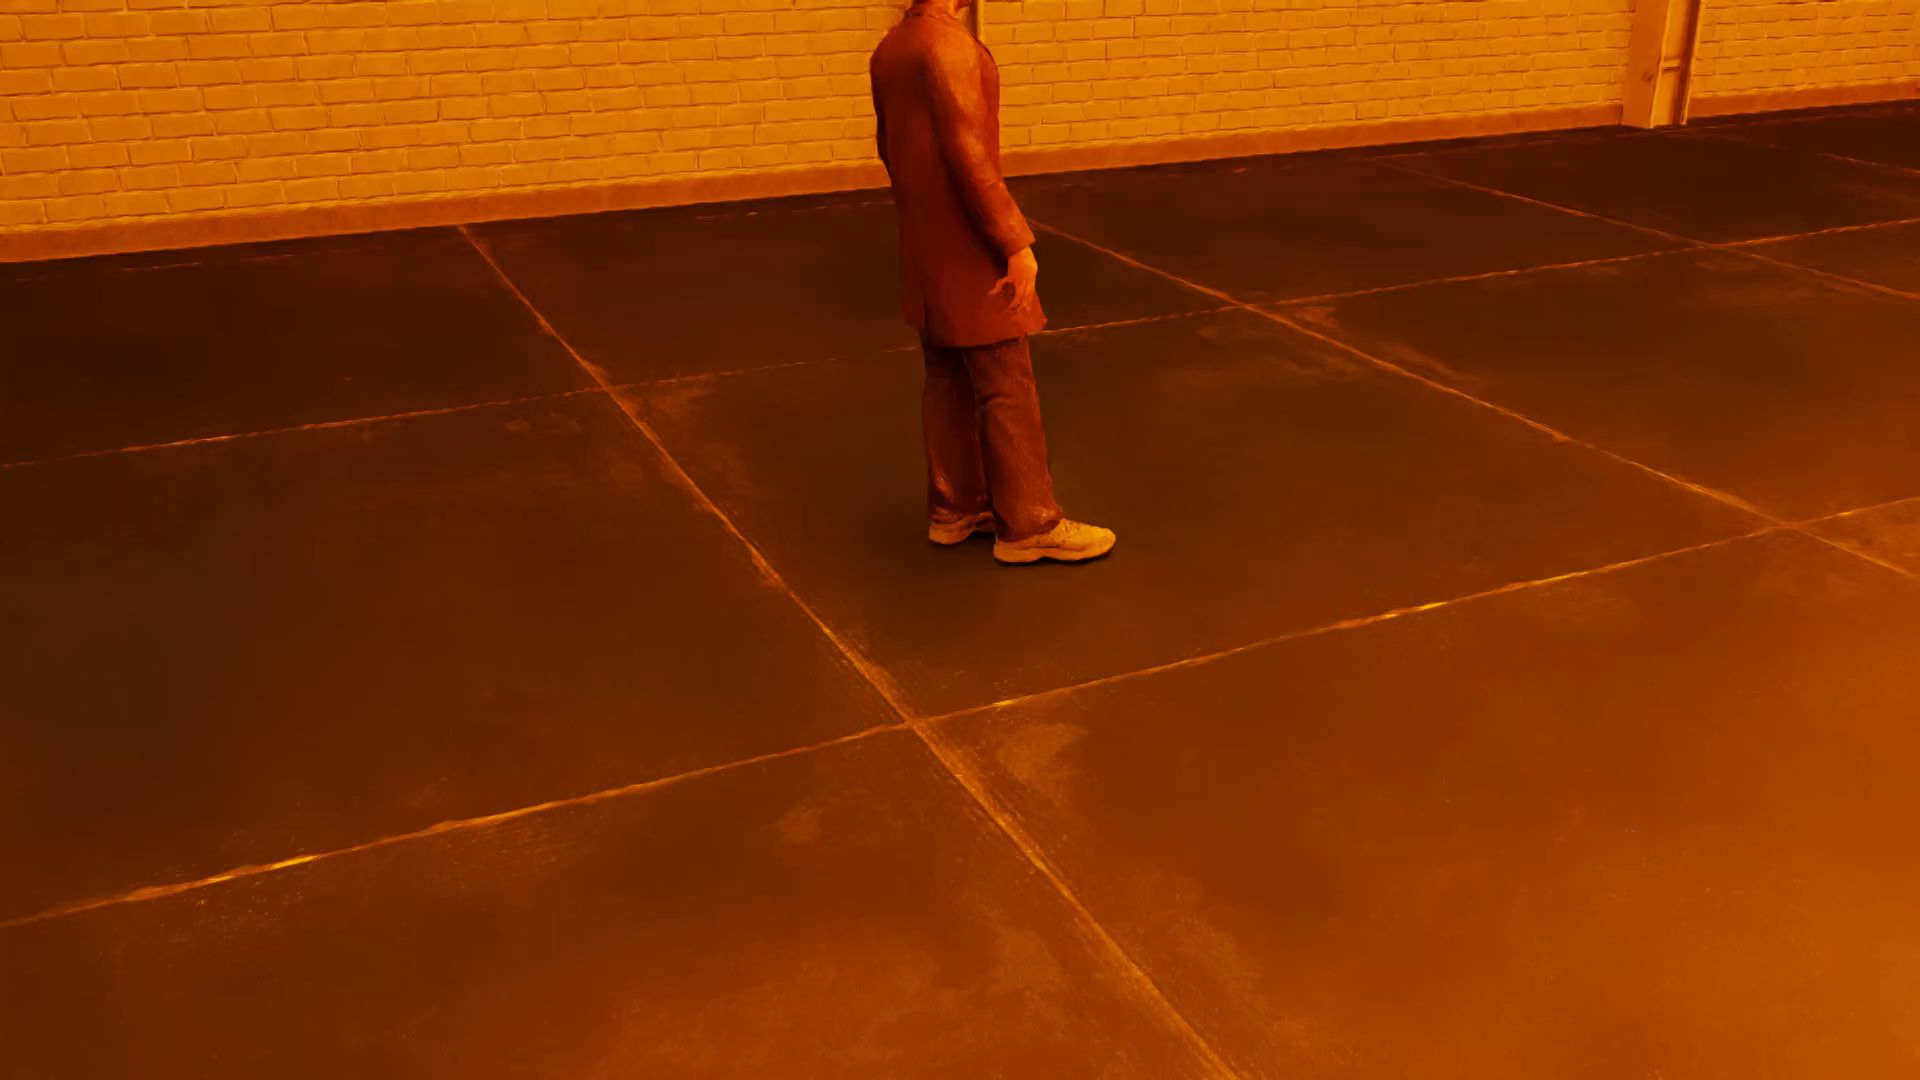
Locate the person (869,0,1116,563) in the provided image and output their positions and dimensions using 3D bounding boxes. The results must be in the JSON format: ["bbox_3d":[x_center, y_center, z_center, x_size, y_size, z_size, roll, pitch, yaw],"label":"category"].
[{"bbox_3d":[0.085,-0.841,4.795,0.580,1.776,0.694,-10,25,-23],"label":"person"}]
